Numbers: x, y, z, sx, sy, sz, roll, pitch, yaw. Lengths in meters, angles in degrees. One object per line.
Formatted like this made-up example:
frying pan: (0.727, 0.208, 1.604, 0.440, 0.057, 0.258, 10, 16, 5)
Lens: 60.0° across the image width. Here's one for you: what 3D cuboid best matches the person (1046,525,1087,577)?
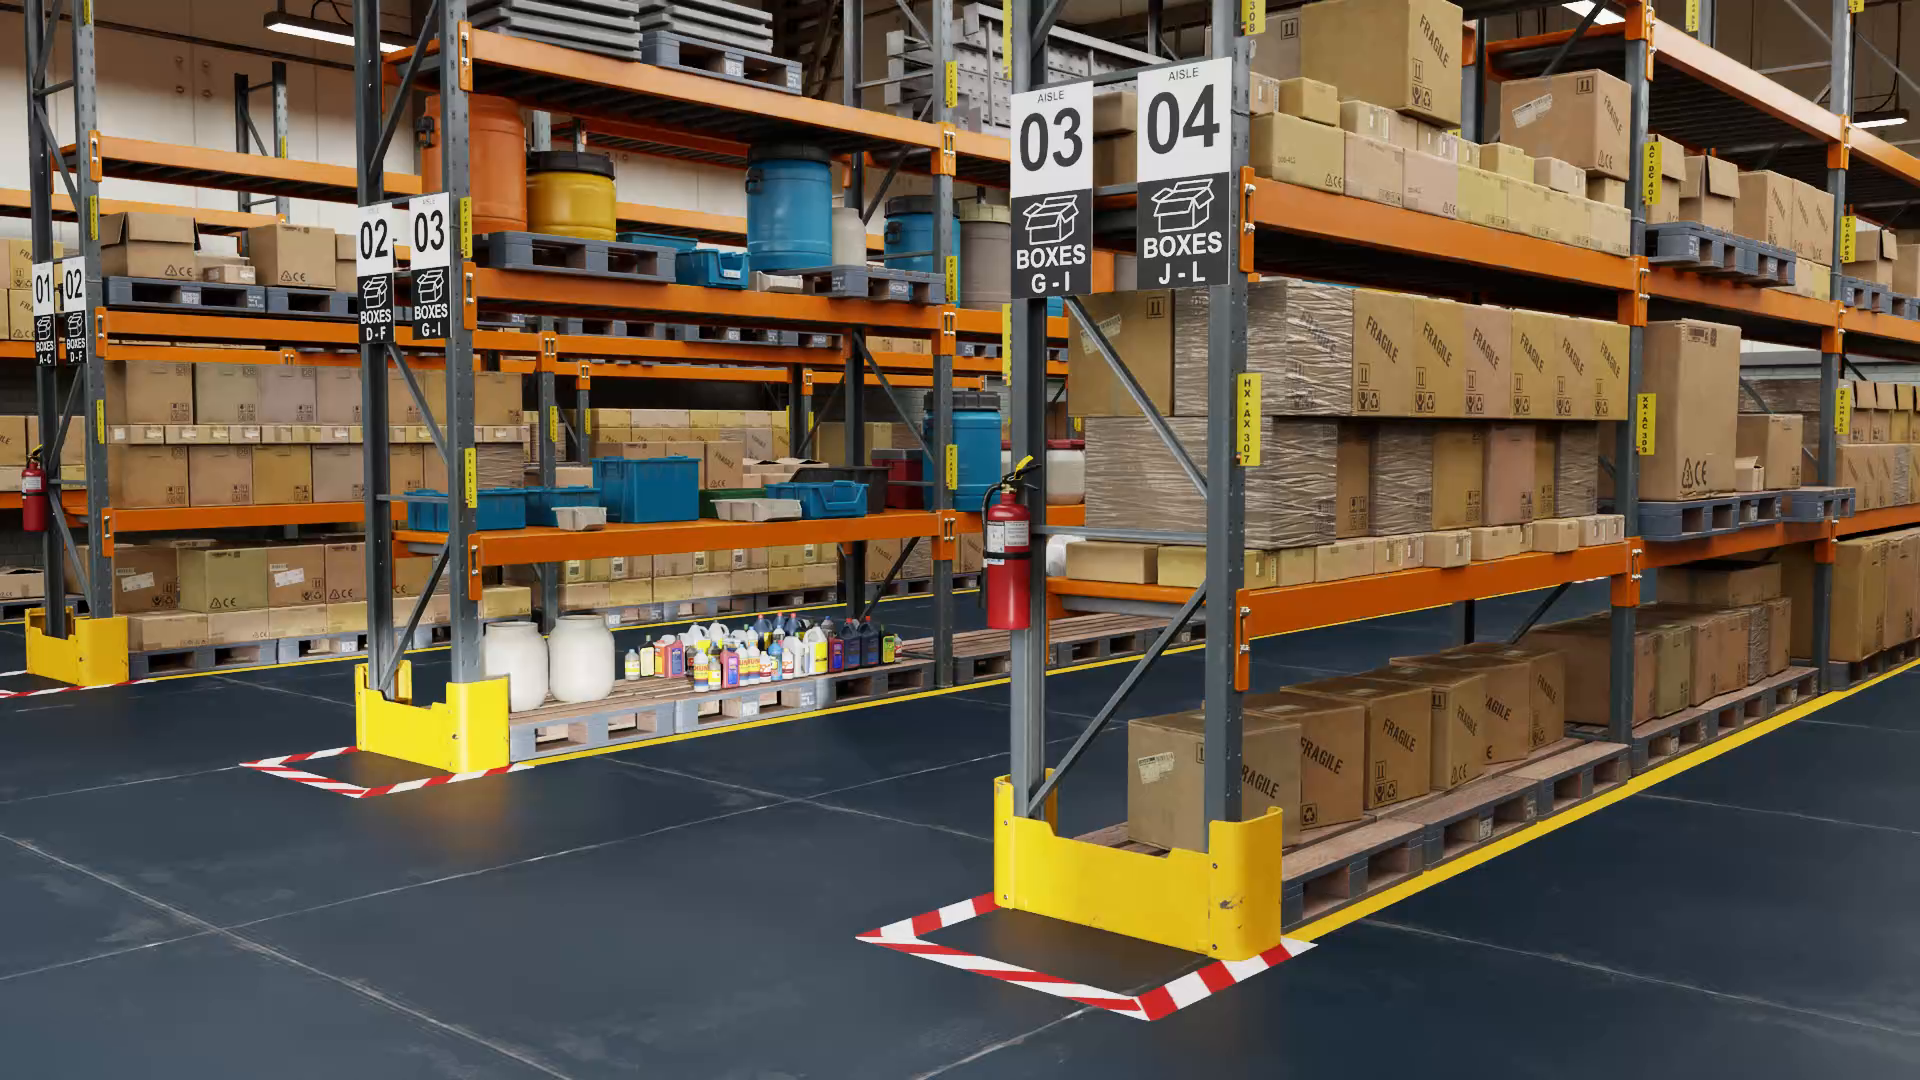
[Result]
person: (1.125, 0.279, 17.570, 0.457, 0.980, 0.868, 3, 5, 39)
